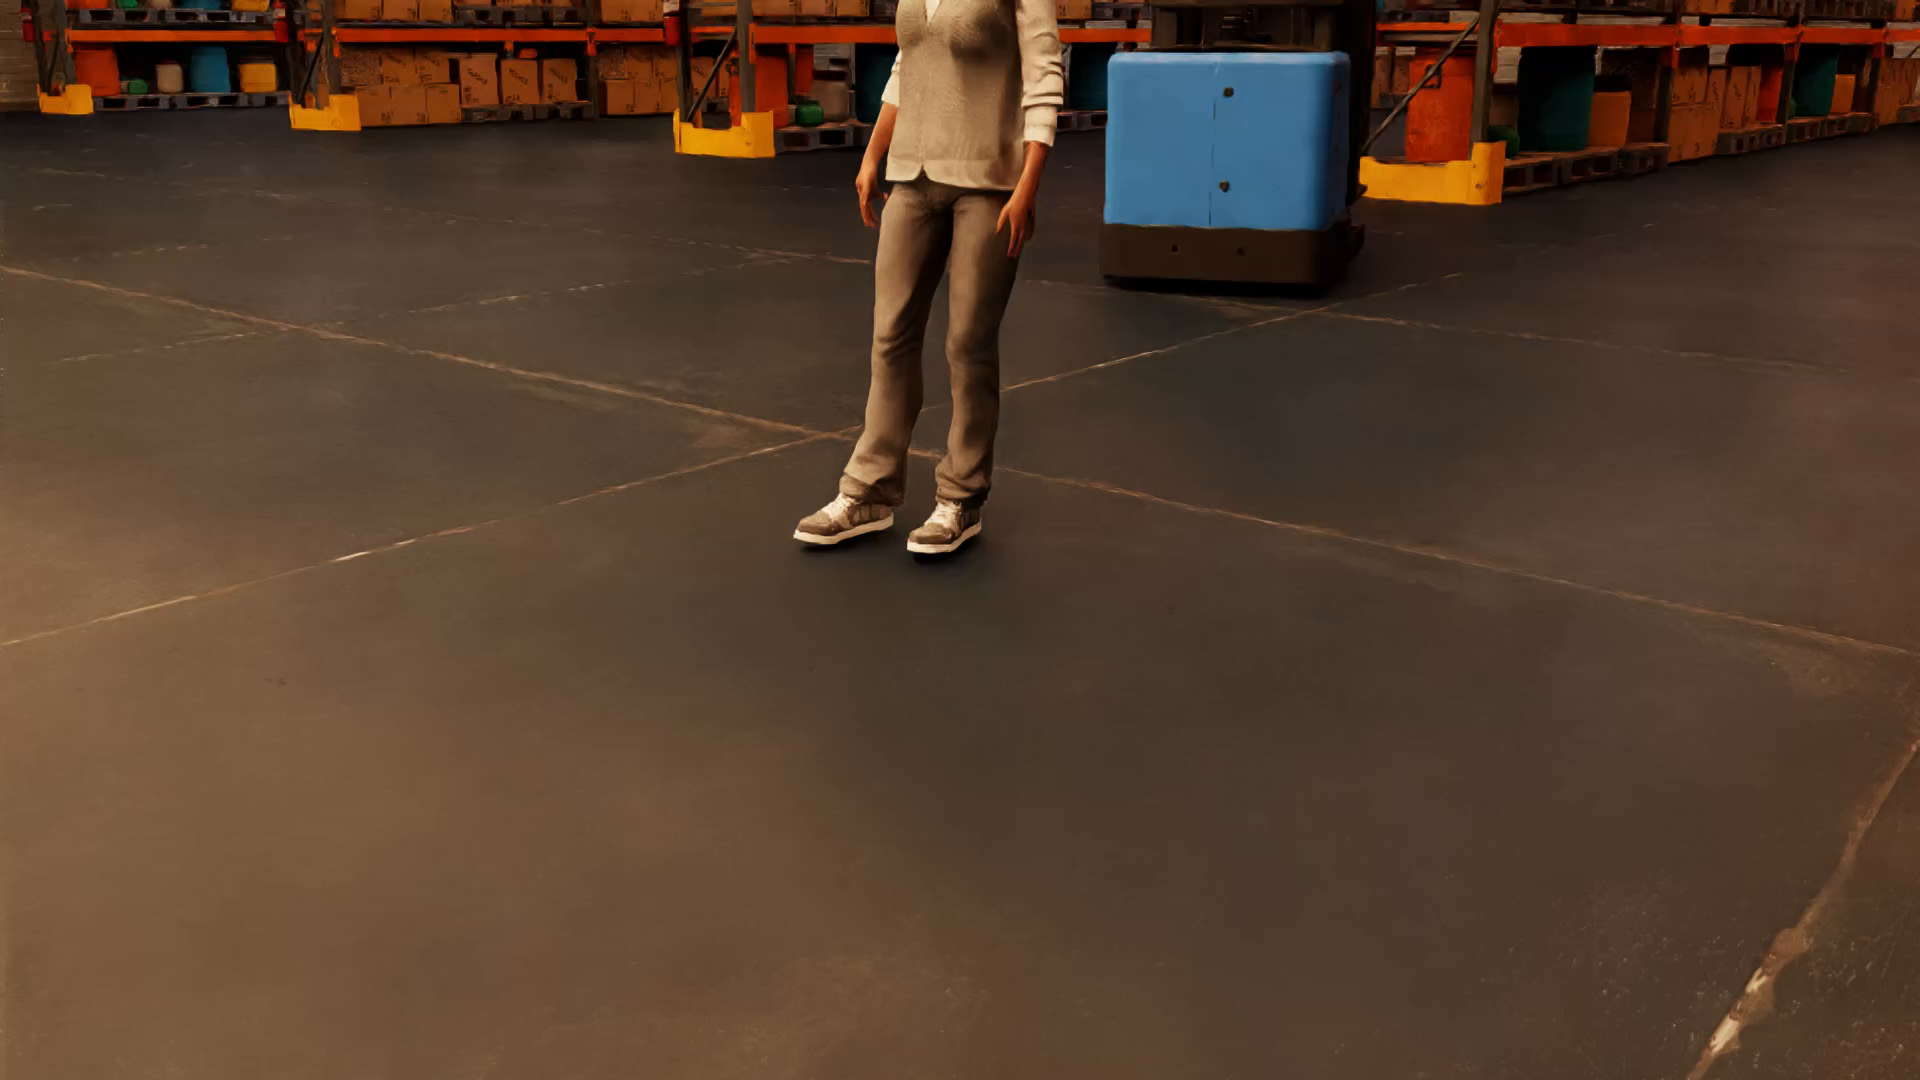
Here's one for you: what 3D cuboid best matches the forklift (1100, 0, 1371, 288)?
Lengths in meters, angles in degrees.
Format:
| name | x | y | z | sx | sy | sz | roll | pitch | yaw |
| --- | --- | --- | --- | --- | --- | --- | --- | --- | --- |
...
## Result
| name | x | y | z | sx | sy | sz | roll | pitch | yaw |
| --- | --- | --- | --- | --- | --- | --- | --- | --- | --- |
| forklift | 1.591 | -2.945 | 8.596 | 1.130 | 2.935 | 3.031 | 5 | 18 | 17 |

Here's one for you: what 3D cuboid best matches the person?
| name | x | y | z | sx | sy | sz | roll | pitch | yaw |
| --- | --- | --- | --- | --- | --- | --- | --- | --- | --- |
| person | -0.058 | -0.757 | 3.662 | 0.521 | 1.597 | 0.474 | 13 | 21 | 37 |
